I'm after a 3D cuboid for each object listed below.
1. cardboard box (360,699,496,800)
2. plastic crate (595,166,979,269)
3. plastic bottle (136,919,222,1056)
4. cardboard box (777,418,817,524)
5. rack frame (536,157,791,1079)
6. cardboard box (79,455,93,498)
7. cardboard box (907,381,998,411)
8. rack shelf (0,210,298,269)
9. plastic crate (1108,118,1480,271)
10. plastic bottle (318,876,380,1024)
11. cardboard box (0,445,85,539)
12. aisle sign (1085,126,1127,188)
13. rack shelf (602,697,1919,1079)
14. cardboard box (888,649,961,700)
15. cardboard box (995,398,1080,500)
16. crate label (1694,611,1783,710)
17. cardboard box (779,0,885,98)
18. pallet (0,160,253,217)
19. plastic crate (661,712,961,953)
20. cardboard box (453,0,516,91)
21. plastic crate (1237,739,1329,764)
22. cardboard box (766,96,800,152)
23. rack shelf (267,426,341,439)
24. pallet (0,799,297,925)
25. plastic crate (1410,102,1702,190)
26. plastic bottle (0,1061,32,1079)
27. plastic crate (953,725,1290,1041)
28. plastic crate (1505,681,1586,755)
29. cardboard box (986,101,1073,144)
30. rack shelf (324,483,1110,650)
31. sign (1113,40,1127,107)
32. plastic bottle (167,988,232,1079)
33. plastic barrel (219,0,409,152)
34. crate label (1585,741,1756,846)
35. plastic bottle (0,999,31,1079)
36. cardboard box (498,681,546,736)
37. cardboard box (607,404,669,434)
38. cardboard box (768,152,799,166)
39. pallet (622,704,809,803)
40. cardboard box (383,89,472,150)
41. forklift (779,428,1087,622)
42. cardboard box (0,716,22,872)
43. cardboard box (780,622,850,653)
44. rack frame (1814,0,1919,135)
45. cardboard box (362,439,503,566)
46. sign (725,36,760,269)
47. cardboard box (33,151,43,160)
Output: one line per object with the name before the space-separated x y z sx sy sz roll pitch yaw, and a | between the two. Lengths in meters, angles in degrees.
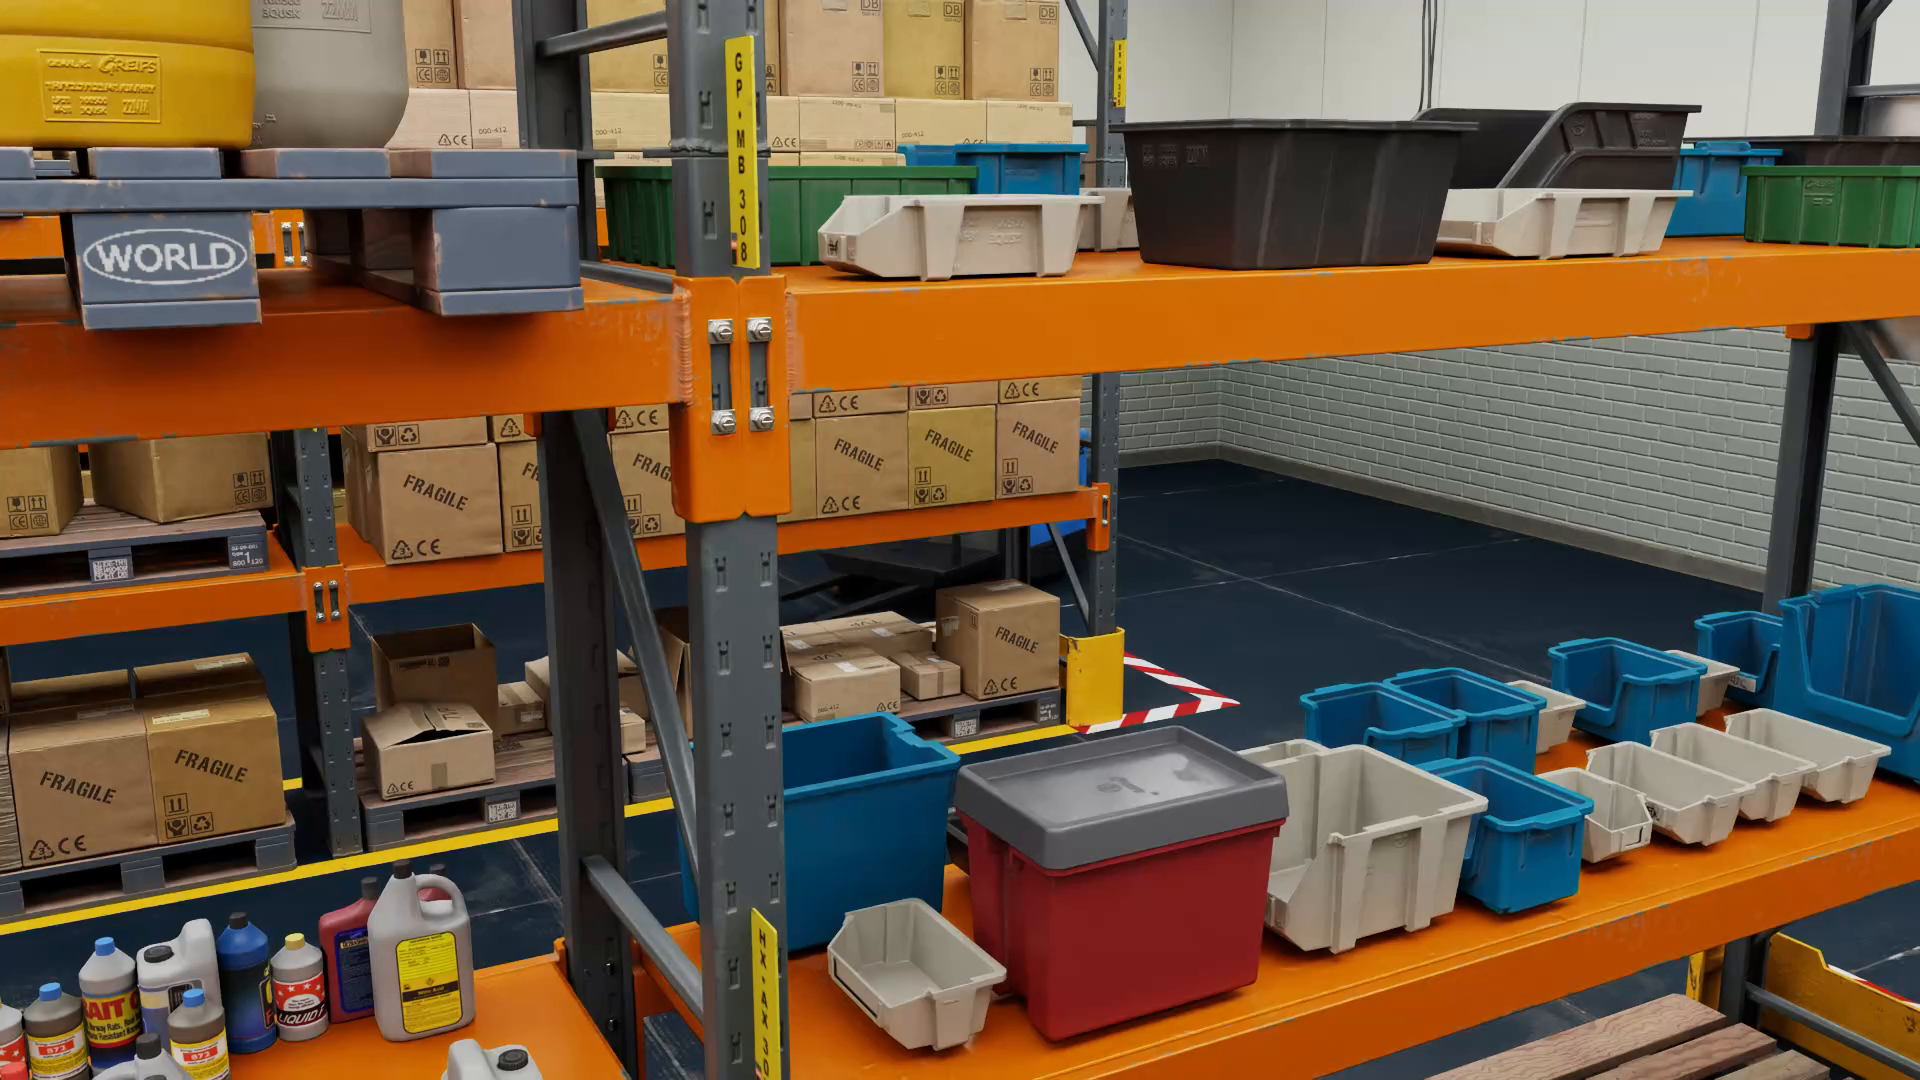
cardboard box | -2.477 0.940 7.724 0.500 0.311 0.500 -7 14 -28
plastic crate | -0.352 -0.663 3.374 0.662 0.188 0.450 -7 14 -28
plastic bottle | -1.489 0.874 3.176 0.135 0.276 0.152 -7 14 -28
cardboard box | -1.037 -0.365 8.173 0.500 0.500 0.500 -7 14 -29
rack frame | -0.579 0.800 3.223 0.127 3.000 1.000 -7 14 -28
cardboard box | -5.834 -0.172 11.481 0.750 0.750 0.750 -7 14 -27
cardboard box | -0.140 -0.959 8.535 0.500 0.500 0.500 -6 14 -26
rack shelf | -4.704 -1.057 6.281 4.000 0.370 1.077 -7 14 -28
plastic crate | 0.643 -0.678 3.254 0.590 0.269 0.497 -7 14 -28
plastic bottle | -1.222 0.827 3.367 0.133 0.283 0.061 -7 14 -28
cardboard box | -4.045 -0.317 7.004 0.500 0.500 0.700 -4 13 -19
aisle sign | 0.769 -1.792 8.820 0.004 0.787 0.394 -7 14 -28
rack shelf | 1.177 0.940 4.237 4.000 0.370 1.077 -7 14 -28
cardboard box | -0.196 0.722 9.022 0.250 0.166 0.380 -7 14 -28
cardboard box | 0.299 -0.525 8.883 0.500 0.500 0.500 -6 14 -26
crate label | 2.558 0.394 5.271 0.303 0.233 0.416 -7 14 -28
cardboard box | -0.748 -2.409 8.145 0.500 0.500 0.700 -7 14 -28
pallet | -3.555 -1.472 6.913 1.003 0.211 1.213 -7 14 -28
plastic crate | -0.332 0.664 3.729 0.575 0.384 0.392 -7 14 -28
cardboard box | -2.033 -2.239 7.389 0.500 0.500 0.700 -7 14 -28
plastic crate | 0.806 0.658 4.317 0.466 0.136 0.293 -7 14 -28
cardboard box | -1.082 -1.948 7.806 0.500 0.250 0.500 -7 14 -28
rack shelf | -3.570 -0.969 12.721 4.000 0.370 1.077 -7 14 -28
pallet | -3.645 1.298 7.360 1.213 0.211 1.003 -7 14 -28
plastic crate | 1.460 -0.946 4.292 0.767 0.338 0.504 -7 14 -28
plastic bottle | -1.460 0.975 2.556 0.185 0.351 0.144 -7 14 -28
plastic crate | 0.325 0.694 3.412 0.583 0.464 0.402 -7 14 -28
plastic crate | 1.641 0.530 4.886 0.298 0.136 0.250 -7 14 -28
cardboard box | 0.233 -2.107 8.510 0.500 0.250 0.500 -7 14 -28
rack shelf | -1.193 -0.015 8.480 4.000 0.370 1.077 -7 14 -28
sign | 0.810 -2.362 8.425 0.005 0.325 0.100 -7 14 -28
plastic bottle | -1.413 0.933 3.086 0.097 0.201 0.097 0 13 0
plastic barrel | -1.161 -0.928 2.801 0.433 0.535 0.433 0 13 0
crate label | 1.809 0.661 4.305 0.243 0.136 0.396 -7 14 -28
plastic bottle | -1.774 0.938 3.062 0.097 0.201 0.097 0 13 0
cardboard box | -2.284 0.855 8.467 0.250 0.149 0.380 -7 14 -28
cardboard box | -1.496 -0.795 7.807 0.500 0.500 0.500 -7 15 -30
cardboard box | -1.086 -1.706 7.868 0.500 0.250 0.500 -7 14 -28
pallet | -1.273 1.004 8.667 1.213 0.211 1.003 -7 14 -28
cardboard box | -2.403 -1.793 7.113 0.500 0.250 0.500 -7 14 -28
forklift | -0.284 -1.021 11.471 1.130 2.935 3.031 9 15 34
cardboard box | -4.123 1.060 6.759 0.500 0.500 0.500 -7 14 -27
cardboard box | -0.929 0.659 9.111 0.500 0.250 0.500 -7 14 -28
rack frame | 2.932 -2.548 4.434 0.127 3.000 1.000 -7 14 -28
cardboard box | -2.371 -0.205 7.460 0.500 0.500 0.500 -6 14 -26
sign | -0.317 -0.562 2.421 0.005 0.325 0.100 -7 14 -28
cardboard box | -4.002 -1.807 6.565 0.600 0.600 0.600 -7 14 -28
